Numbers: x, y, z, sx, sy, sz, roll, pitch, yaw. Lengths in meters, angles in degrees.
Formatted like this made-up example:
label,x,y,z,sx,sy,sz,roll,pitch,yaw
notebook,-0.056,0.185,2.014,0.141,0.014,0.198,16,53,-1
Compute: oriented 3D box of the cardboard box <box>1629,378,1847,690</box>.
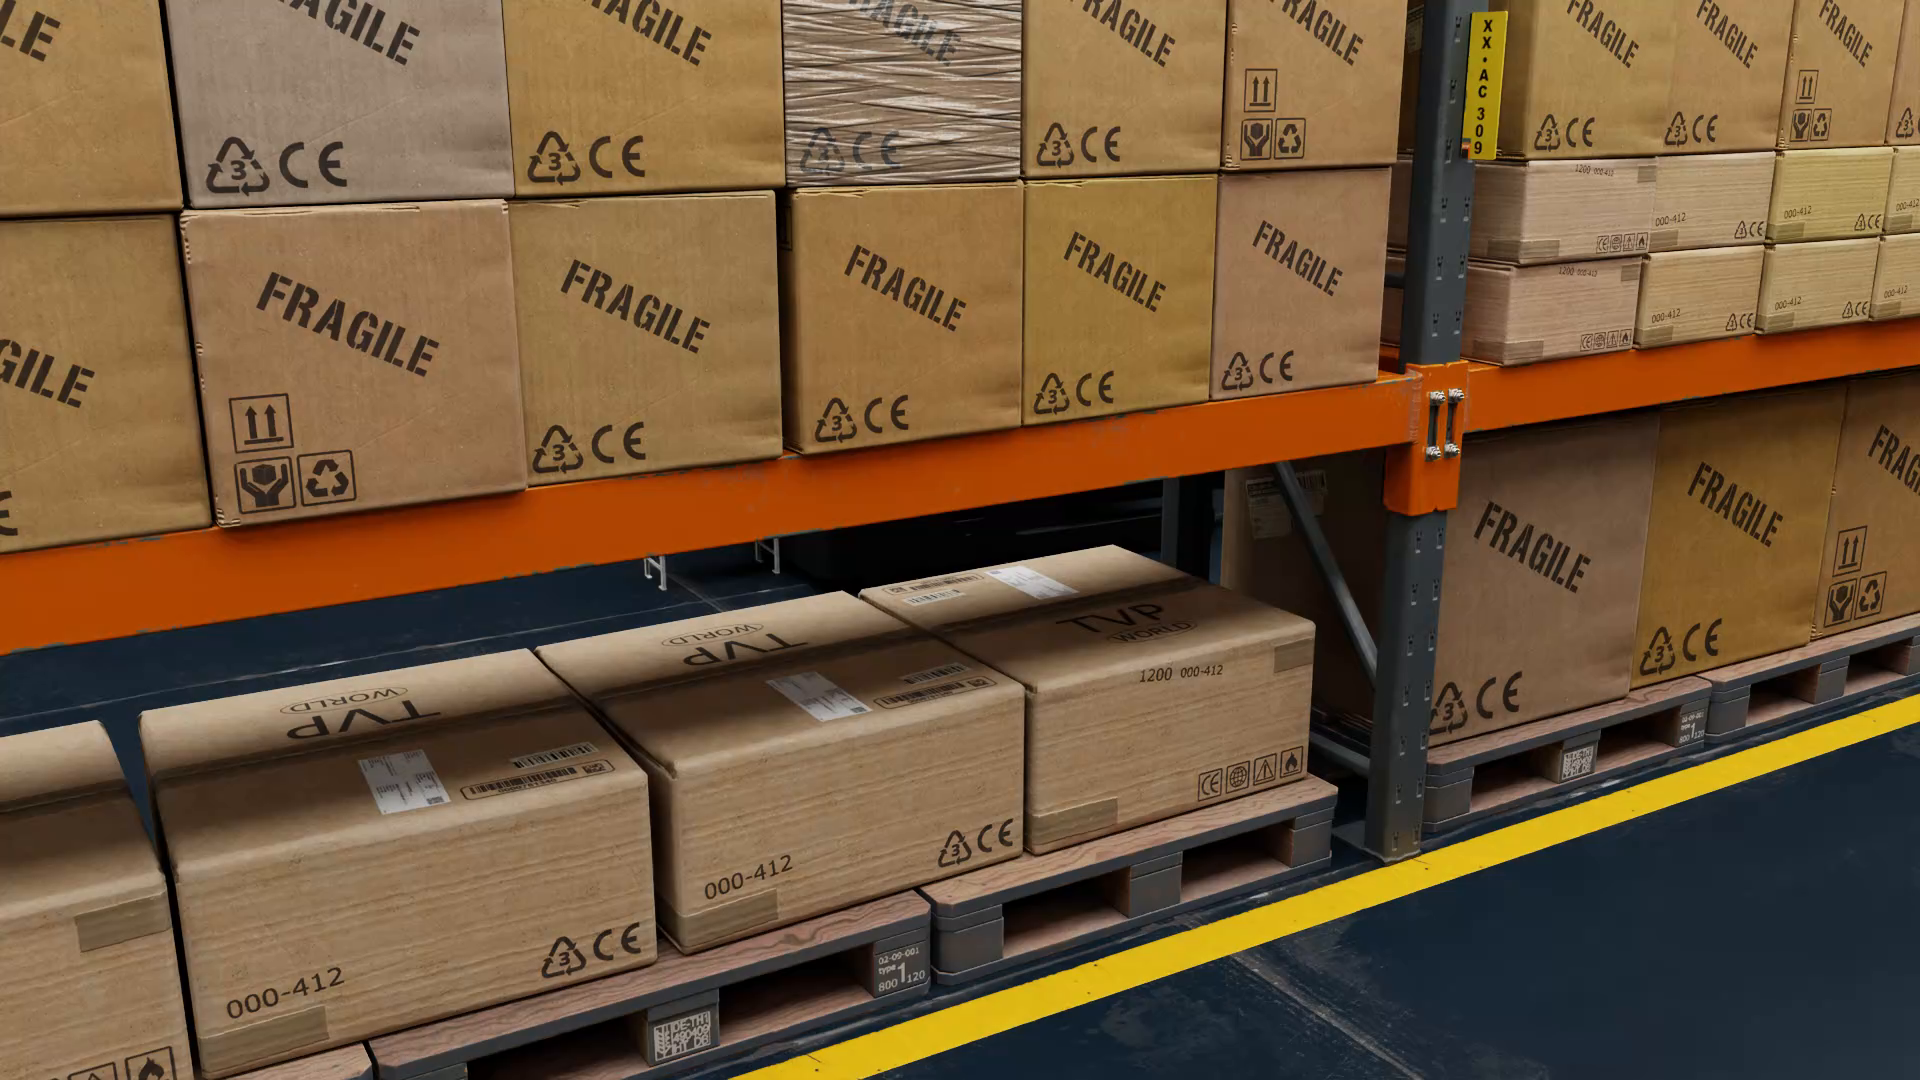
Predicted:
label,x,y,z,sx,sy,sz,roll,pitch,yaw
cardboard box,2.173,-0.123,5.450,0.875,0.875,0.875,-9,18,-28

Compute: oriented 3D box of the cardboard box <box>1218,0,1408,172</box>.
label,x,y,z,sx,sy,sz,roll,pitch,yaw
cardboard box,0.650,-1.112,3.781,0.500,0.500,0.500,-9,18,-30

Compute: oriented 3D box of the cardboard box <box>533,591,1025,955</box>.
label,x,y,z,sx,sy,sz,roll,pitch,yaw
cardboard box,-0.448,0.507,4.014,0.875,0.438,0.875,-10,18,-31

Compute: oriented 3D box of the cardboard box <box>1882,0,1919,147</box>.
label,x,y,z,sx,sy,sz,roll,pitch,yaw
cardboard box,2.730,-1.456,5.008,0.500,0.500,0.500,-10,18,-31

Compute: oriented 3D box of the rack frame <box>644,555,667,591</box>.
label,x,y,z,sx,sy,sz,roll,pitch,yaw
rack frame,-1.242,-0.402,6.622,0.015,1.200,0.240,-8,18,-27

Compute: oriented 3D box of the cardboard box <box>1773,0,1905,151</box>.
label,x,y,z,sx,sy,sz,roll,pitch,yaw
cardboard box,2.291,-1.382,4.746,0.500,0.500,0.500,-10,18,-31

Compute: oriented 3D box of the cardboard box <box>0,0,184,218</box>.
label,x,y,z,sx,sy,sz,roll,pitch,yaw
cardboard box,-1.519,-0.760,2.525,0.500,0.500,0.500,-10,18,-31

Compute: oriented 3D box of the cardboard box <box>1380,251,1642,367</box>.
label,x,y,z,sx,sy,sz,roll,pitch,yaw
cardboard box,1.425,-0.640,4.412,0.500,0.250,0.500,-10,18,-31

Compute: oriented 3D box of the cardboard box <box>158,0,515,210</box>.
label,x,y,z,sx,sy,sz,roll,pitch,yaw
cardboard box,-1.082,-0.833,2.786,0.500,0.500,0.500,-9,18,-30

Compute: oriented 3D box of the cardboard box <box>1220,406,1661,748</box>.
label,x,y,z,sx,sy,sz,roll,pitch,yaw
cardboard box,1.402,0.004,4.995,0.875,0.875,0.875,-9,18,-28

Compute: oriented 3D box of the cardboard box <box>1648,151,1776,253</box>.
label,x,y,z,sx,sy,sz,roll,pitch,yaw
cardboard box,1.867,-0.955,4.612,0.500,0.250,0.500,-9,18,-29

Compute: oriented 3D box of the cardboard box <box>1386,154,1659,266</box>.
label,x,y,z,sx,sy,sz,roll,pitch,yaw
cardboard box,1.435,-0.876,4.330,0.500,0.250,0.500,-10,18,-31

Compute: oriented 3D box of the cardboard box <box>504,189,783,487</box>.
label,x,y,z,sx,sy,sz,roll,pitch,yaw
cardboard box,-0.672,-0.421,3.169,0.500,0.500,0.500,-9,18,-28

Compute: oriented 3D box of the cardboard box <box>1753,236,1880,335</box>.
label,x,y,z,sx,sy,sz,roll,pitch,yaw
cardboard box,2.316,-0.780,4.911,0.500,0.250,0.500,-9,18,-30

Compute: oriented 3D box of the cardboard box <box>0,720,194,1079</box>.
label,x,y,z,sx,sy,sz,roll,pitch,yaw
cardboard box,-2.002,0.761,3.107,0.875,0.438,0.875,-10,18,-32

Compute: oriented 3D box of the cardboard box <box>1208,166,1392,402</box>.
label,x,y,z,sx,sy,sz,roll,pitch,yaw
cardboard box,0.646,-0.636,3.937,0.500,0.500,0.500,-9,18,-29

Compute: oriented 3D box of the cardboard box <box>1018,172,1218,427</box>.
label,x,y,z,sx,sy,sz,roll,pitch,yaw
cardboard box,0.208,-0.564,3.678,0.500,0.500,0.500,-10,18,-31

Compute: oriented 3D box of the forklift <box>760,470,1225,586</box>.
label,x,y,z,sx,sy,sz,roll,pitch,yaw
forklift,0.552,-1.489,7.293,3.031,2.935,1.130,-8,18,-27

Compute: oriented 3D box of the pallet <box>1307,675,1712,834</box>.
label,x,y,z,sx,sy,sz,roll,pitch,yaw
pallet,1.535,0.506,5.213,1.213,0.211,1.003,-9,18,-30

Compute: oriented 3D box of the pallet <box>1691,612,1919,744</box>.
label,x,y,z,sx,sy,sz,roll,pitch,yaw
pallet,2.582,0.335,5.822,1.213,0.211,1.003,-9,18,-30

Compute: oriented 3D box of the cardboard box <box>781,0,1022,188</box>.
label,x,y,z,sx,sy,sz,roll,pitch,yaw
cardboard box,-0.221,-0.970,3.276,0.500,0.500,0.500,-9,18,-29

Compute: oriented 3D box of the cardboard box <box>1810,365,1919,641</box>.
label,x,y,z,sx,sy,sz,roll,pitch,yaw
cardboard box,2.939,-0.247,5.893,0.875,0.875,0.875,-9,18,-29

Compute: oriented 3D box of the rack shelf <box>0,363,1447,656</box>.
label,x,y,z,sx,sy,sz,roll,pitch,yaw
rack shelf,-0.802,-0.087,3.497,4.000,0.370,1.077,-9,18,-30

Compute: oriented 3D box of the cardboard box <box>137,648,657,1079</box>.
label,x,y,z,sx,sy,sz,roll,pitch,yaw
cardboard box,-1.222,0.632,3.568,0.875,0.438,0.875,-9,18,-28

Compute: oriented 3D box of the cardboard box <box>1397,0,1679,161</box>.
label,x,y,z,sx,sy,sz,roll,pitch,yaw
cardboard box,1.437,-1.236,4.224,0.500,0.500,0.500,-9,18,-29

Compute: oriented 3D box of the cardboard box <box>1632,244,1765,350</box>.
label,x,y,z,sx,sy,sz,roll,pitch,yaw
cardboard box,1.868,-0.712,4.670,0.500,0.250,0.500,-10,18,-31

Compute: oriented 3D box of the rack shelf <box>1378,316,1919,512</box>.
label,x,y,z,sx,sy,sz,roll,pitch,yaw
rack shelf,2.627,-0.643,5.481,4.000,0.370,1.077,-9,18,-30

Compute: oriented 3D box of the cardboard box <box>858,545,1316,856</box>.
label,x,y,z,sx,sy,sz,roll,pitch,yaw
cardboard box,0.319,0.382,4.458,0.875,0.438,0.875,-10,18,-31

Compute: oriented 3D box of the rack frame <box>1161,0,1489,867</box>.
label,x,y,z,sx,sy,sz,roll,pitch,yaw
rack frame,0.912,-0.712,4.392,0.127,3.000,1.000,-9,18,-30

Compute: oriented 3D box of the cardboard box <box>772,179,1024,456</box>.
label,x,y,z,sx,sy,sz,roll,pitch,yaw
cardboard box,-0.215,-0.490,3.416,0.500,0.500,0.500,-10,18,-31

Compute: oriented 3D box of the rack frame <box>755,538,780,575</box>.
label,x,y,z,sx,sy,sz,roll,pitch,yaw
rack frame,-0.809,-0.464,6.840,0.015,1.200,0.240,-8,18,-27

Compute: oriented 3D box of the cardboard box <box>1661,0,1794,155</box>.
label,x,y,z,sx,sy,sz,roll,pitch,yaw
cardboard box,1.859,-1.313,4.499,0.500,0.500,0.500,-9,18,-30

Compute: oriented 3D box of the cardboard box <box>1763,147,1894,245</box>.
label,x,y,z,sx,sy,sz,roll,pitch,yaw
cardboard box,2.313,-1.019,4.840,0.500,0.250,0.500,-9,18,-29

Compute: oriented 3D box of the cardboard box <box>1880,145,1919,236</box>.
label,x,y,z,sx,sy,sz,roll,pitch,yaw
cardboard box,2.746,-1.090,5.093,0.500,0.250,0.500,-10,18,-31

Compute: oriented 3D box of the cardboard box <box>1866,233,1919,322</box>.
label,x,y,z,sx,sy,sz,roll,pitch,yaw
cardboard box,2.749,-0.847,5.152,0.500,0.250,0.500,-10,18,-31

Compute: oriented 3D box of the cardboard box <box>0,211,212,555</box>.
label,x,y,z,sx,sy,sz,roll,pitch,yaw
cardboard box,-1.538,-0.281,2.670,0.500,0.500,0.500,-10,18,-31

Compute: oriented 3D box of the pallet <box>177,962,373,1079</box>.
label,x,y,z,sx,sy,sz,roll,pitch,yaw
pallet,-1.871,1.058,3.246,1.213,0.211,1.003,-9,18,-30

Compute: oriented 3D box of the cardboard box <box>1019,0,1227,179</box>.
label,x,y,z,sx,sy,sz,roll,pitch,yaw
cardboard box,0.211,-1.043,3.537,0.500,0.500,0.500,-10,18,-31

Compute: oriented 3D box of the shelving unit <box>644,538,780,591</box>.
label,x,y,z,sx,sy,sz,roll,pitch,yaw
shelving unit,-1.026,-0.433,6.731,0.503,1.200,0.258,-8,18,-27

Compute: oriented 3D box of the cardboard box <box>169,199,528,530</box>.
label,x,y,z,sx,sy,sz,roll,pitch,yaw
cardboard box,-1.093,-0.348,2.907,0.500,0.500,0.500,-9,18,-30

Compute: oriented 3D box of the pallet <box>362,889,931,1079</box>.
label,x,y,z,sx,sy,sz,roll,pitch,yaw
pallet,-0.827,0.889,3.847,1.213,0.211,1.003,-9,18,-30

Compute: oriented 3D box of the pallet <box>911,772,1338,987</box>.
label,x,y,z,sx,sy,sz,roll,pitch,yaw
pallet,0.220,0.718,4.456,1.213,0.211,1.003,-9,18,-30

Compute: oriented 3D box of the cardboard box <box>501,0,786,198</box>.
label,x,y,z,sx,sy,sz,roll,pitch,yaw
cardboard box,-0.655,-0.903,3.035,0.500,0.500,0.500,-9,18,-29

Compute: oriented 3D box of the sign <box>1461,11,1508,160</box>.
label,x,y,z,sx,sy,sz,roll,pitch,yaw
sign,1.199,-1.039,3.807,0.005,0.325,0.100,-9,18,-30
